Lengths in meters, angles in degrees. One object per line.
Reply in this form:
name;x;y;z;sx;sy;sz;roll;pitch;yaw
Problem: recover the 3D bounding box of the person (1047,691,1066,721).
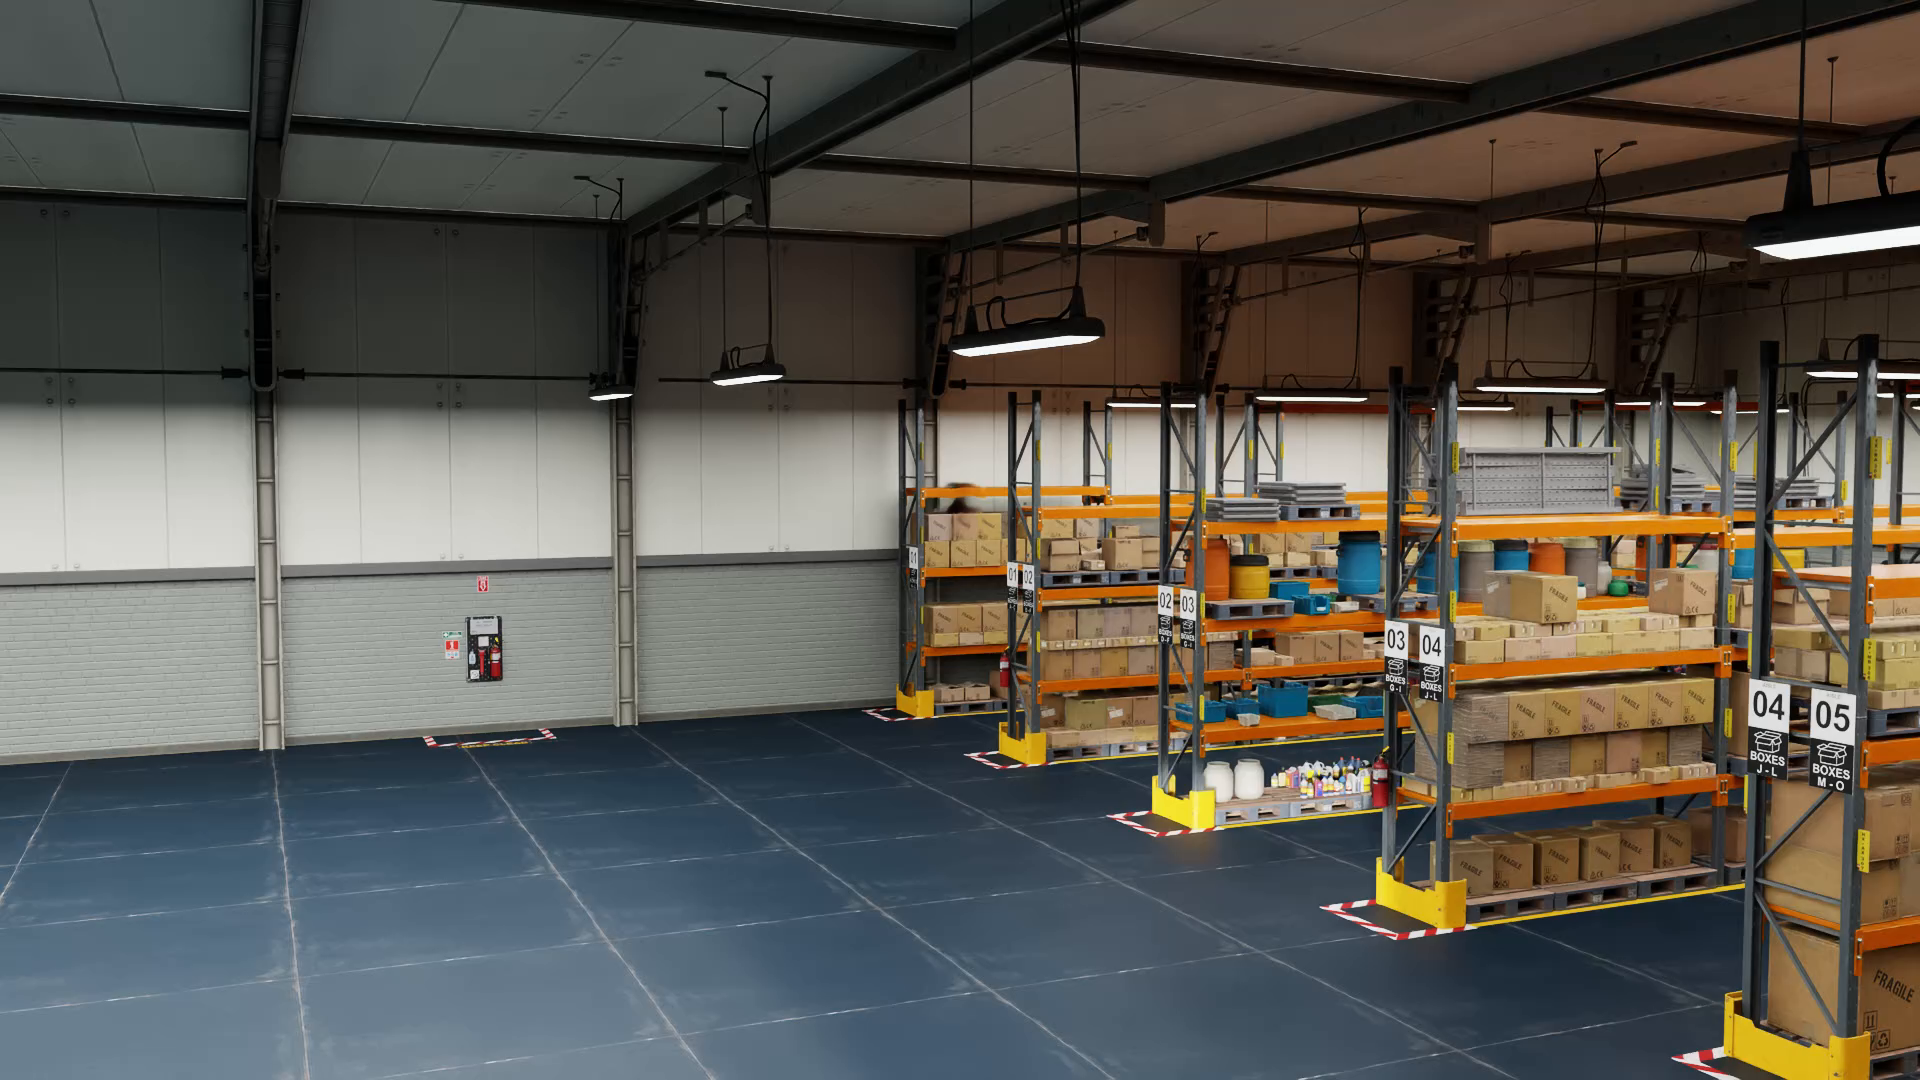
person;1.684;2.561;29.675;0.493;1.796;0.600;1;4;20
